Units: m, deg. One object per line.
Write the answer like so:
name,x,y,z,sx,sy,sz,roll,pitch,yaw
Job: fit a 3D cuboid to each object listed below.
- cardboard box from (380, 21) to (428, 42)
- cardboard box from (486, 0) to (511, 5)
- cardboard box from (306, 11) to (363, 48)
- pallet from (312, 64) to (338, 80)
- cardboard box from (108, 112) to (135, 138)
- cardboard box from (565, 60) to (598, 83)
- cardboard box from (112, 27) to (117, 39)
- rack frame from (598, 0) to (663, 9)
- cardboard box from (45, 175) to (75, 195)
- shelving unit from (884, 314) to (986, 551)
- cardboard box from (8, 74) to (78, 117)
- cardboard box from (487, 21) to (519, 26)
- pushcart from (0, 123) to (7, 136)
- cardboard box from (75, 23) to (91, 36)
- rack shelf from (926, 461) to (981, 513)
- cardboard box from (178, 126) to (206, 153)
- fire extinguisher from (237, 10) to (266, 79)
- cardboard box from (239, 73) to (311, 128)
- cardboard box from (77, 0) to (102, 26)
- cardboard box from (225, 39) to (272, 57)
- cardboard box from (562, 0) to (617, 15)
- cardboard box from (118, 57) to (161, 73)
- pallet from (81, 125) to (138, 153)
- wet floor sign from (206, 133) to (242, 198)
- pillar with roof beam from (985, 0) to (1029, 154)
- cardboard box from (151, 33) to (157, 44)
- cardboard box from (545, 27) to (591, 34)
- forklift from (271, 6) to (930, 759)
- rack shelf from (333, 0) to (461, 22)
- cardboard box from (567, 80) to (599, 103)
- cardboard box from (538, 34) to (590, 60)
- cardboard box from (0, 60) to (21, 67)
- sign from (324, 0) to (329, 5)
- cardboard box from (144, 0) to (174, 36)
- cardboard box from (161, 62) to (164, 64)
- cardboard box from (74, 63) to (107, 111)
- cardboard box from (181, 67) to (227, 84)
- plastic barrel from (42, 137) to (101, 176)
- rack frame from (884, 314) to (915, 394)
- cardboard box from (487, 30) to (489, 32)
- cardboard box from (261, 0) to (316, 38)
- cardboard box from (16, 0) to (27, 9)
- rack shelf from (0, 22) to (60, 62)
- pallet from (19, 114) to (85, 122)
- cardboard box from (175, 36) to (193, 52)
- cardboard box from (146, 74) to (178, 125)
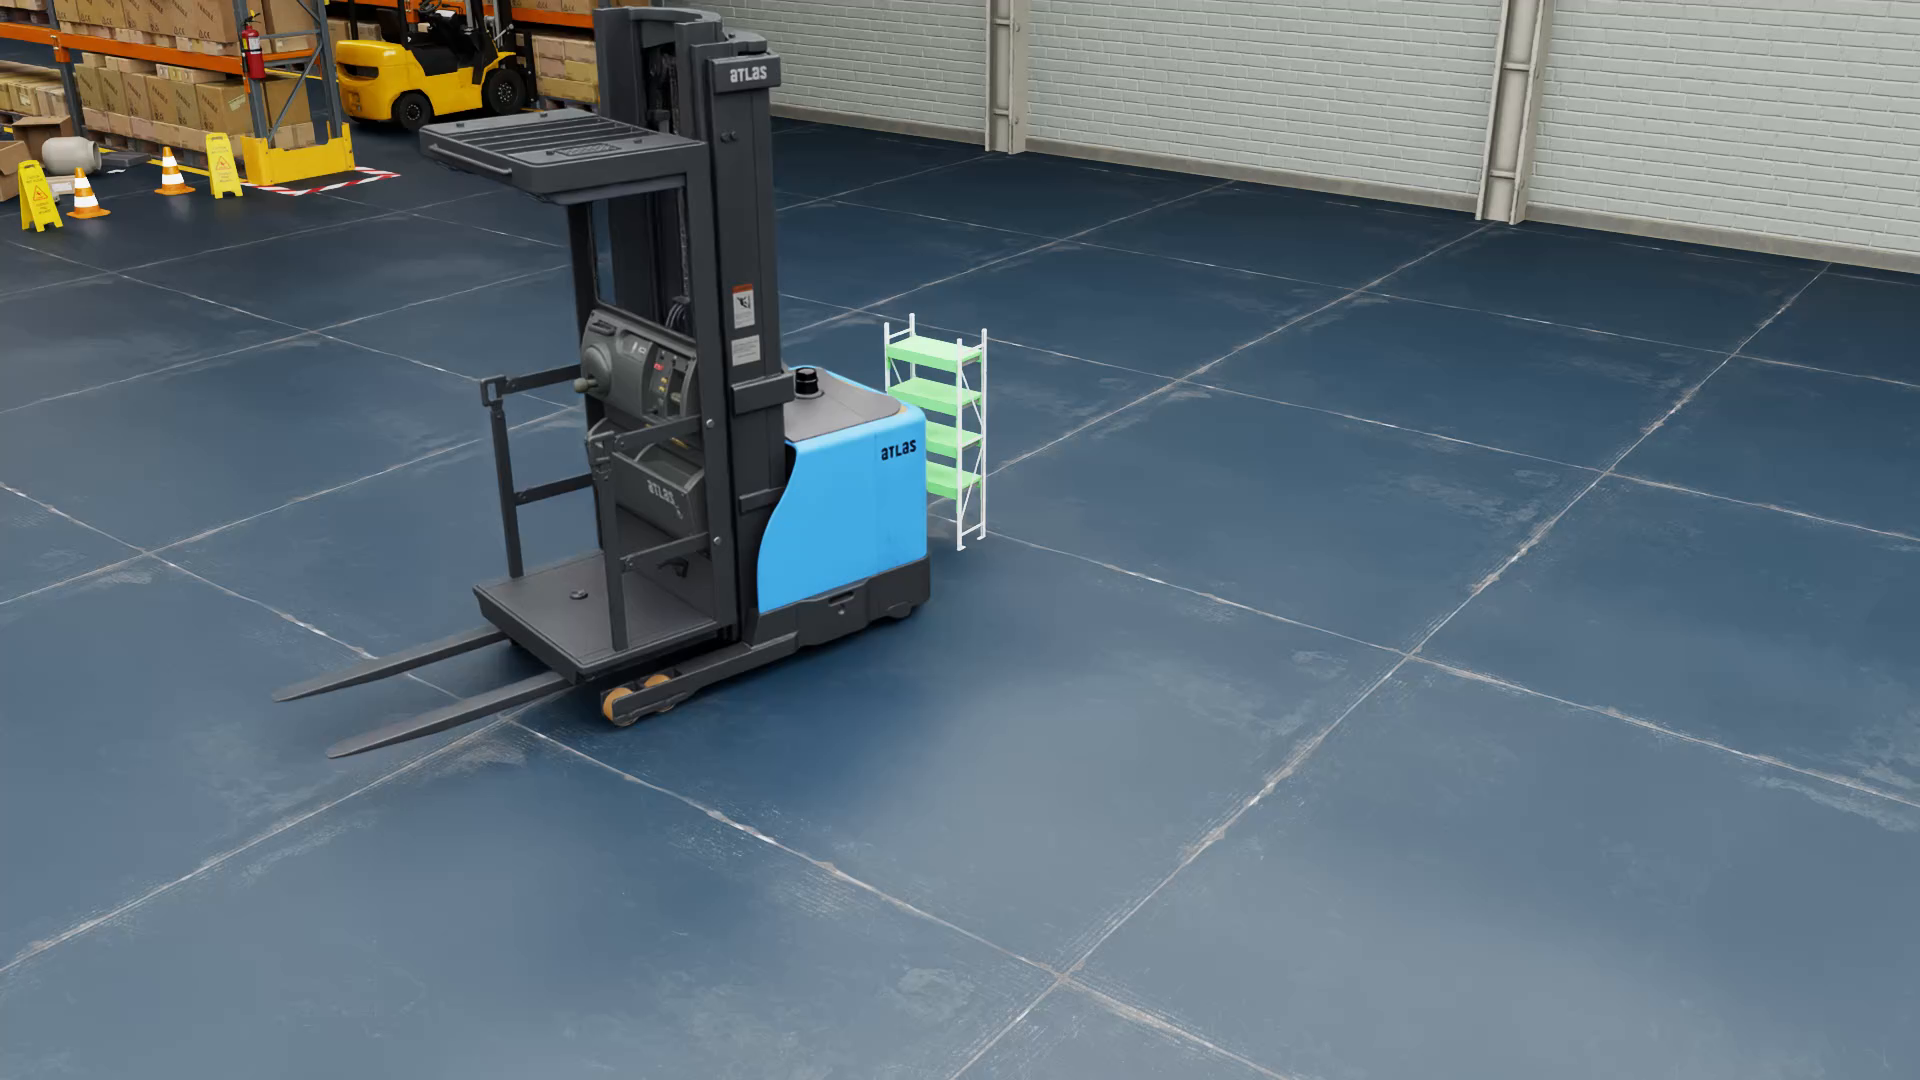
cardboard box,-7.866,-7.186,24.264,0.625,0.625,0.875,18,30,36
cardboard box,-6.021,-7.441,22.295,0.500,0.500,0.500,17,29,34
cardboard box,-9.624,-7.720,25.476,0.625,0.625,0.875,18,29,35
pallet,-9.035,-7.143,25.199,1.213,0.211,1.003,17,29,33
cardboard box,-9.671,-4.935,19.619,0.500,0.250,0.500,19,30,36
cardboard box,-4.818,-6.170,21.804,0.500,0.250,0.500,16,29,33
cardboard box,-9.483,-5.837,19.089,0.250,0.149,0.380,17,29,33
rack frame,-4.241,-6.991,21.397,0.127,3.000,1.000,17,29,33
cardboard box,-9.474,-3.749,17.574,0.380,0.149,0.250,-10,26,-21
shelving unit,-0.132,-0.589,9.099,0.503,1.200,0.258,17,29,33
cardboard box,-11.414,-5.644,21.078,0.625,0.372,0.950,19,30,36
cardboard box,-6.517,-7.175,23.465,0.500,0.250,0.500,16,29,33
pushcart,-11.743,-4.408,18.787,0.936,0.377,1.648,7,25,15
cardboard box,-10.123,-6.017,19.497,0.250,0.149,0.380,18,29,35
rack shelf,-0.132,-0.311,9.221,0.480,0.148,0.258,17,29,33
cardboard box,-8.433,-4.559,18.766,0.500,0.250,0.500,17,29,33
fire extinguisher,-7.400,-5.177,17.375,0.183,0.674,0.296,17,29,33
cardboard box,-7.714,-4.956,18.736,0.500,0.500,0.500,16,28,32
cardboard box,-9.815,-6.228,19.171,0.500,0.500,0.500,17,29,33
cardboard box,-7.642,-5.295,17.859,0.250,0.149,0.380,18,29,35
cardboard box,-4.792,-7.071,21.454,0.500,0.500,0.500,16,28,32
cardboard box,-9.412,-5.463,19.082,0.250,0.149,0.380,19,30,36
pallet,-9.857,-4.929,20.175,1.213,0.211,1.003,17,29,33
wet floor sign,-7.704,-3.920,17.347,0.267,0.644,0.232,-15,28,-30
pillar with roof beam,-2.038,-7.356,14.784,0.400,9.000,9.100,17,29,33
cardboard box,-8.854,-5.671,18.712,0.250,0.149,0.380,17,29,33
cardboard box,-5.308,-6.804,22.621,0.500,0.250,0.500,17,29,33
forklift,-1.602,-0.755,7.327,3.031,2.935,1.130,-19,30,-36
rack shelf,-9.042,-8.113,24.835,4.000,0.370,1.077,17,29,33
cardboard box,-4.806,-5.937,21.893,0.500,0.250,0.500,17,29,34
cardboard box,-5.208,-6.515,21.965,0.500,0.250,0.500,17,29,34
cardboard box,-13.170,-6.173,22.278,0.625,0.372,0.950,15,28,30
sign,-6.889,-5.960,17.983,0.005,0.325,0.100,17,29,33
cardboard box,-8.610,-5.858,18.331,0.500,0.500,0.500,17,29,33
cardboard box,-9.373,-5.454,19.868,0.500,0.500,0.500,17,29,34
cardboard box,-10.105,-5.403,19.752,0.500,0.500,0.500,18,30,36
cardboard box,-8.346,-5.139,18.349,0.250,0.149,0.380,18,29,35
plastic barrel,-9.776,-4.221,18.304,0.512,0.421,0.421,-5,24,-12
rack frame,-0.328,-0.648,9.233,0.015,1.200,0.240,17,29,33
cardboard box,-6.434,-6.888,22.812,0.500,0.250,0.500,18,29,35
cardboard box,-7.427,-5.775,18.143,0.500,0.500,0.500,16,29,33
cardboard box,-11.193,-6.538,20.159,0.250,0.149,0.380,16,28,32
rack shelf,-12.016,-6.510,21.198,4.000,0.370,1.077,17,29,33
pallet,-11.039,-5.268,20.944,1.213,0.211,1.003,17,29,33
cardboard box,-8.328,-5.442,18.192,0.250,0.149,0.380,17,29,34
cardboard box,-8.831,-5.025,18.893,0.500,0.500,0.500,16,28,32
